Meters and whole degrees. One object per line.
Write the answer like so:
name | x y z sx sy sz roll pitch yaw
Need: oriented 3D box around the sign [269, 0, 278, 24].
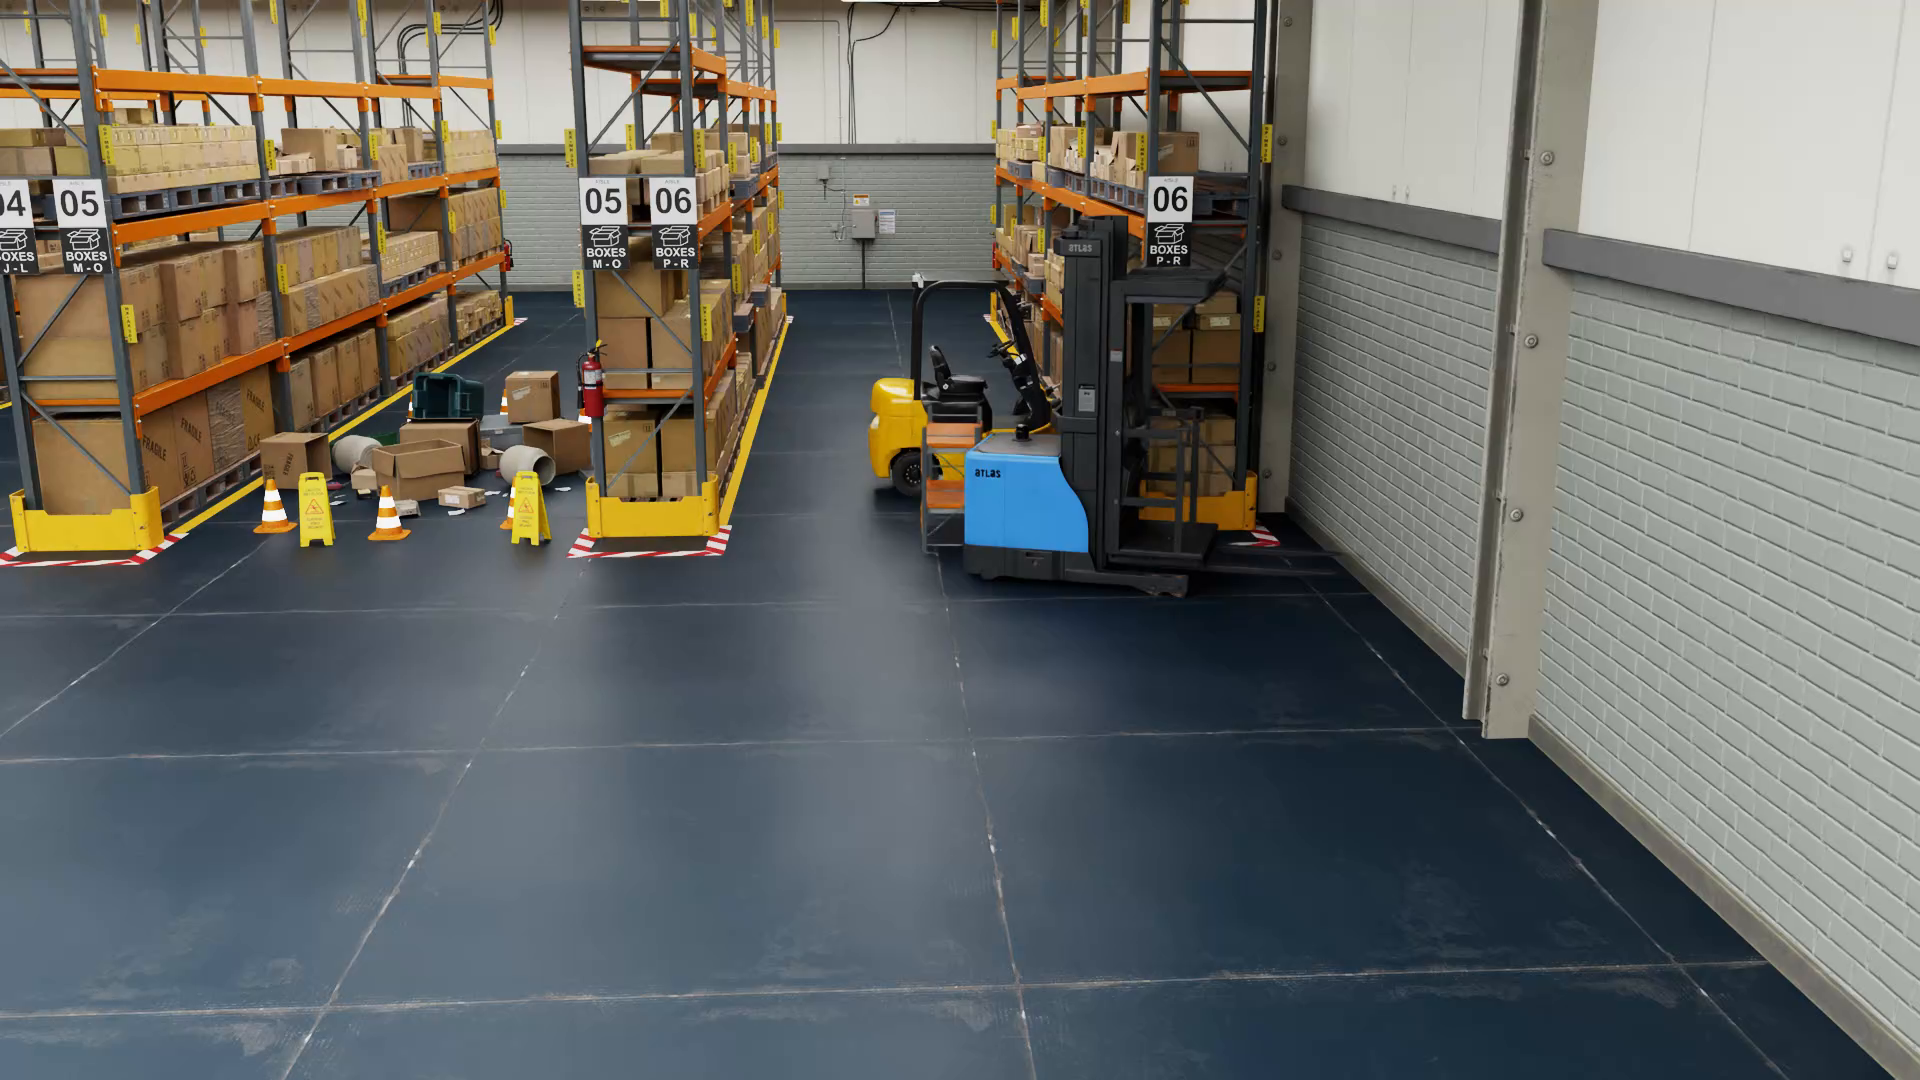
sign | -8.775 -6.780 21.283 0.100 0.325 0.005 -1 14 -3

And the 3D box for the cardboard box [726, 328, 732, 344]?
cardboard box | -2.705 -2.242 18.225 0.380 0.149 0.250 -1 14 -2

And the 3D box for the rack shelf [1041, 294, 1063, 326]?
rack shelf | 1.778 -2.728 21.051 1.077 0.370 4.000 -1 14 -3

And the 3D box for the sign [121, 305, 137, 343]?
sign | -7.184 -1.869 14.376 0.100 0.325 0.005 -1 14 -3

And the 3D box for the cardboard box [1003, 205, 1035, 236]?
cardboard box | 1.011 -5.507 28.611 0.500 0.500 0.500 -1 14 -2

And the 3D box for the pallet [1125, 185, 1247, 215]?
pallet | 2.132 -3.170 15.484 1.003 0.211 1.213 -1 14 -3

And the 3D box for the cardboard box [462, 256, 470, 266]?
cardboard box | -8.293 -4.603 27.400 0.380 0.149 0.250 -1 14 -2

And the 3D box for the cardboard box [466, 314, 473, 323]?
cardboard box | -8.348 -3.708 27.701 0.380 0.149 0.250 0 14 -1

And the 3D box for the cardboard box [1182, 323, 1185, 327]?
cardboard box | 2.342 -1.889 16.147 0.500 0.500 0.500 0 14 -2

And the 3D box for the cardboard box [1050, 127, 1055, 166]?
cardboard box | 1.456 -5.142 21.729 0.500 0.500 0.500 -1 14 -3

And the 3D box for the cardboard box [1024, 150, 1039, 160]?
cardboard box | 1.149 -5.689 24.557 0.380 0.149 0.250 -1 14 -2

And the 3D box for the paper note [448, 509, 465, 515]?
paper note | -4.849 -0.273 16.025 0.148 0.019 0.142 -6 16 -23

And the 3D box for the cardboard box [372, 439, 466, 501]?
cardboard box | -5.439 -0.695 16.717 0.797 0.503 0.637 -13 20 -42

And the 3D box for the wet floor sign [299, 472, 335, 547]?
wet floor sign | -5.760 -0.288 14.850 0.267 0.644 0.232 -3 15 -13

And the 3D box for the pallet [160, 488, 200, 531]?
pallet | -7.866 -0.252 15.581 1.003 0.211 1.213 -1 14 -3

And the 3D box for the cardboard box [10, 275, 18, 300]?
cardboard box | -12.949 -3.516 22.472 0.500 0.500 0.500 0 14 -2

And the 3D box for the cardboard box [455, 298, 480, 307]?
cardboard box | -8.412 -4.043 28.403 0.380 0.149 0.250 -1 14 -5

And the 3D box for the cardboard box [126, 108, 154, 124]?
cardboard box | -13.571 -6.946 27.234 0.500 0.250 0.500 -1 14 -5

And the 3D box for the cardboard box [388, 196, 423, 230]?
cardboard box | -8.781 -5.178 26.329 0.500 0.500 0.500 -1 14 -5

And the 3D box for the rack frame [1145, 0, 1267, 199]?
rack frame | 2.150 -4.489 14.414 1.000 3.000 0.127 -1 14 -3

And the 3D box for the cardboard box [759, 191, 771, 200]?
cardboard box | -3.383 -5.799 28.036 0.380 0.149 0.250 -1 14 -3

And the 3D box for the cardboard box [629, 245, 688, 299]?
cardboard box | -3.104 -2.684 16.634 0.700 0.500 0.500 -1 14 -4

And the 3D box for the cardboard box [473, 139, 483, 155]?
cardboard box | -8.385 -6.641 28.095 0.500 0.250 0.500 -1 14 -3

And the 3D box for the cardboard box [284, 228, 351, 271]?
cardboard box | -8.183 -3.689 21.138 0.700 0.500 0.500 -1 14 -4

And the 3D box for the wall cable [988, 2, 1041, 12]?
wall cable | 2.087 -12.585 34.719 2.988 3.039 0.133 -1 14 -3

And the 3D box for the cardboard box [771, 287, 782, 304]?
cardboard box | -3.654 -4.285 29.961 0.875 0.438 0.875 -1 14 -5

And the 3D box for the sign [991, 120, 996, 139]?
sign | 0.617 -7.431 30.112 0.100 0.325 0.005 -1 14 -3

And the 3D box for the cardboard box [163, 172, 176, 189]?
cardboard box | -7.502 -3.329 15.385 0.380 0.149 0.250 -1 14 -3

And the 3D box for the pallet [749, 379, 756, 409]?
pallet | -3.252 -1.951 22.185 1.003 0.211 1.213 -1 14 -3

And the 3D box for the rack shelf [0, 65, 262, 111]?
rack shelf | -7.862 -4.265 15.791 1.077 0.370 4.000 -1 14 -3

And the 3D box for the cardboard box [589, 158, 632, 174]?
cardboard box | -3.119 -3.303 14.728 0.380 0.149 0.250 -1 14 -3

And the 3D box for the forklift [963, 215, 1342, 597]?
forklift | 1.598 -1.112 13.464 3.031 2.935 1.130 4 15 14

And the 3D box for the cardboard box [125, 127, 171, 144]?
cardboard box | -7.503 -3.714 15.284 0.380 0.149 0.250 -1 14 -4

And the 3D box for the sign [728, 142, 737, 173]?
sign | -2.511 -4.214 18.329 0.100 0.325 0.005 -1 14 -3

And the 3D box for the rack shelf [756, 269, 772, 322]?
rack shelf | -3.423 -3.645 24.616 1.077 0.370 4.000 -1 14 -3

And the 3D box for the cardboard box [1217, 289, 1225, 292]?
cardboard box | 2.330 -2.308 15.878 0.380 0.149 0.250 -1 14 -2

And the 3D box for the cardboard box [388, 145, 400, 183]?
cardboard box | -8.042 -5.166 22.863 0.500 0.500 0.500 -1 14 -3

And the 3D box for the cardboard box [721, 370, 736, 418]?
cardboard box | -2.747 -1.593 18.368 0.500 0.500 0.500 -1 14 -4

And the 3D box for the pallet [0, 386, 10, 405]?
pallet | -13.143 -1.798 21.591 1.003 0.211 1.213 -1 14 -3

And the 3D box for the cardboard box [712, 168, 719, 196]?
cardboard box | -2.659 -3.541 16.452 0.500 0.250 0.500 -1 14 -2

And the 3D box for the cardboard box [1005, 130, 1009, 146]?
cardboard box | 1.035 -6.837 28.259 0.500 0.250 0.500 0 14 -2

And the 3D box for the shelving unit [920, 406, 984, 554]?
shelving unit | -0.064 -0.554 14.923 0.538 1.125 1.048 0 14 2

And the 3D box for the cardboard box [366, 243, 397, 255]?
cardboard box | -8.115 -4.076 23.315 0.380 0.149 0.250 -1 15 -6

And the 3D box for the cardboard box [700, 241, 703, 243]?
cardboard box | -3.424 -3.515 21.026 0.500 0.500 0.500 -1 14 -2

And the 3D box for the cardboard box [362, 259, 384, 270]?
cardboard box | -8.063 -3.743 22.620 0.380 0.149 0.250 0 14 -1

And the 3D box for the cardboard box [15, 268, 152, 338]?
cardboard box | -7.722 -2.093 14.674 0.875 0.550 0.550 -1 14 -3

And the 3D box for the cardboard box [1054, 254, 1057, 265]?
cardboard box | 1.440 -3.722 21.971 0.380 0.149 0.250 0 14 -2

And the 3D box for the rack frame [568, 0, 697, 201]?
rack frame | -2.804 -4.412 14.113 1.000 3.000 0.127 -1 14 -3

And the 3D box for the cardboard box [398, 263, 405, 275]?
cardboard box | -8.131 -3.857 23.660 0.380 0.149 0.250 0 14 -2

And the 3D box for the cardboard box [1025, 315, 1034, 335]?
cardboard box | 1.281 -3.181 25.542 0.500 0.500 0.500 -1 14 -5

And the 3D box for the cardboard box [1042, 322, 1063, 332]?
cardboard box | 1.371 -2.999 23.535 0.380 0.149 0.250 -2 15 -6
